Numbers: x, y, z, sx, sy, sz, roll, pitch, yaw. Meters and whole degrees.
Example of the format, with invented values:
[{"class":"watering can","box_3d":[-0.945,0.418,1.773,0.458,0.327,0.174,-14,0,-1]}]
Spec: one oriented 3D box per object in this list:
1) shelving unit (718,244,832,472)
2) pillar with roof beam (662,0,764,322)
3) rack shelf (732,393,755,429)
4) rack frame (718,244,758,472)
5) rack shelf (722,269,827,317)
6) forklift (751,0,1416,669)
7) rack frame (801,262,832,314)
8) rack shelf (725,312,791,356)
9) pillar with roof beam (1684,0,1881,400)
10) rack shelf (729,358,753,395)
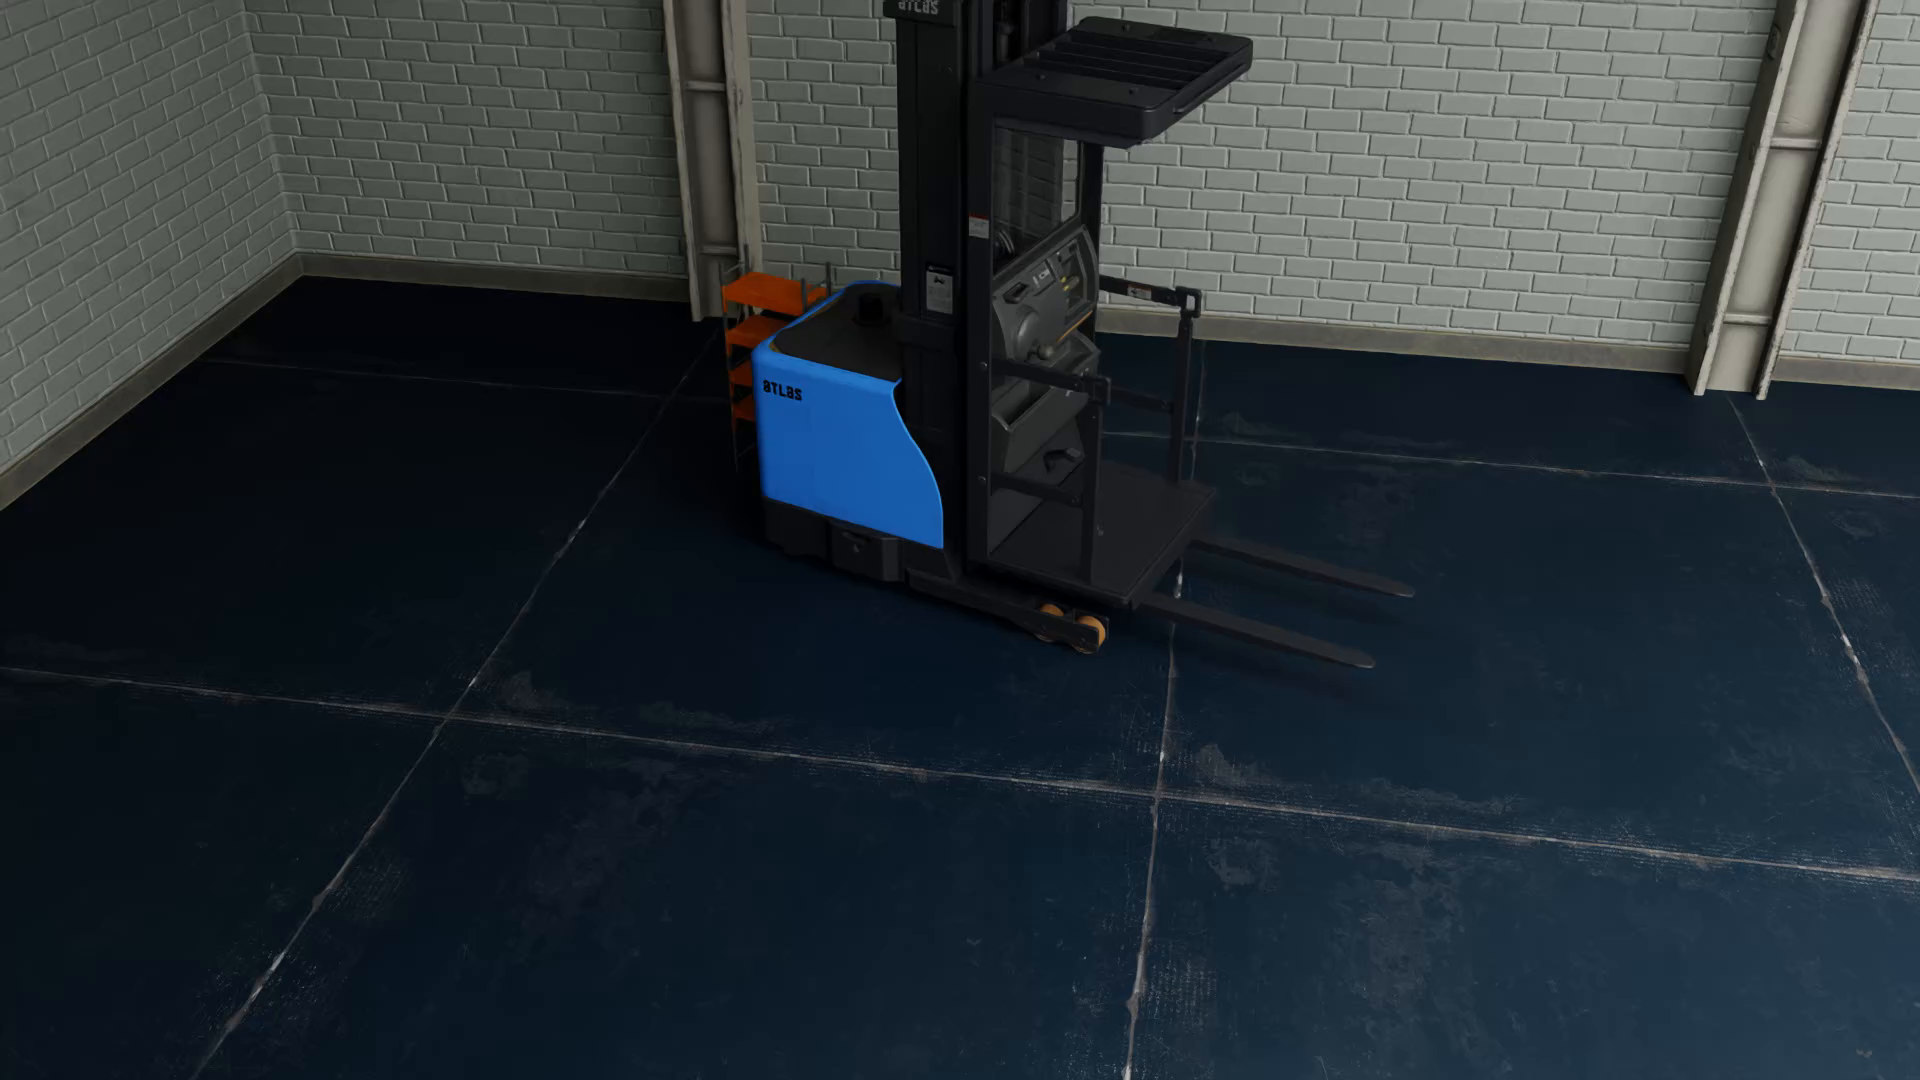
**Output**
[{"class":"shelving unit","box_3d":[-0.914,-0.864,8.498,0.503,1.200,0.258,16,35,24]},{"class":"pillar with roof beam","box_3d":[-2.189,-2.999,4.560,0.400,9.000,9.100,5,32,8]},{"class":"rack shelf","box_3d":[-0.913,-0.638,8.639,0.480,0.148,0.258,16,35,24]},{"class":"rack frame","box_3d":[-1.128,-0.926,8.598,0.015,1.200,0.240,16,35,24]},{"class":"rack shelf","box_3d":[-0.915,-1.197,8.290,0.480,0.148,0.258,16,35,24]},{"class":"forklift","box_3d":[0.560,-1.058,7.178,3.031,2.935,1.130,16,36,24]},{"class":"rack frame","box_3d":[-0.700,-0.802,8.399,0.015,1.200,0.240,16,35,24]},{"class":"rack shelf","box_3d":[-0.914,-0.997,8.415,0.480,0.148,0.258,16,35,24]},{"class":"pillar with roof beam","box_3d":[3.725,-2.464,3.705,0.400,9.000,9.100,5,32,8]},{"class":"rack shelf","box_3d":[-0.914,-0.807,8.534,0.480,0.148,0.258,16,35,24]}]
